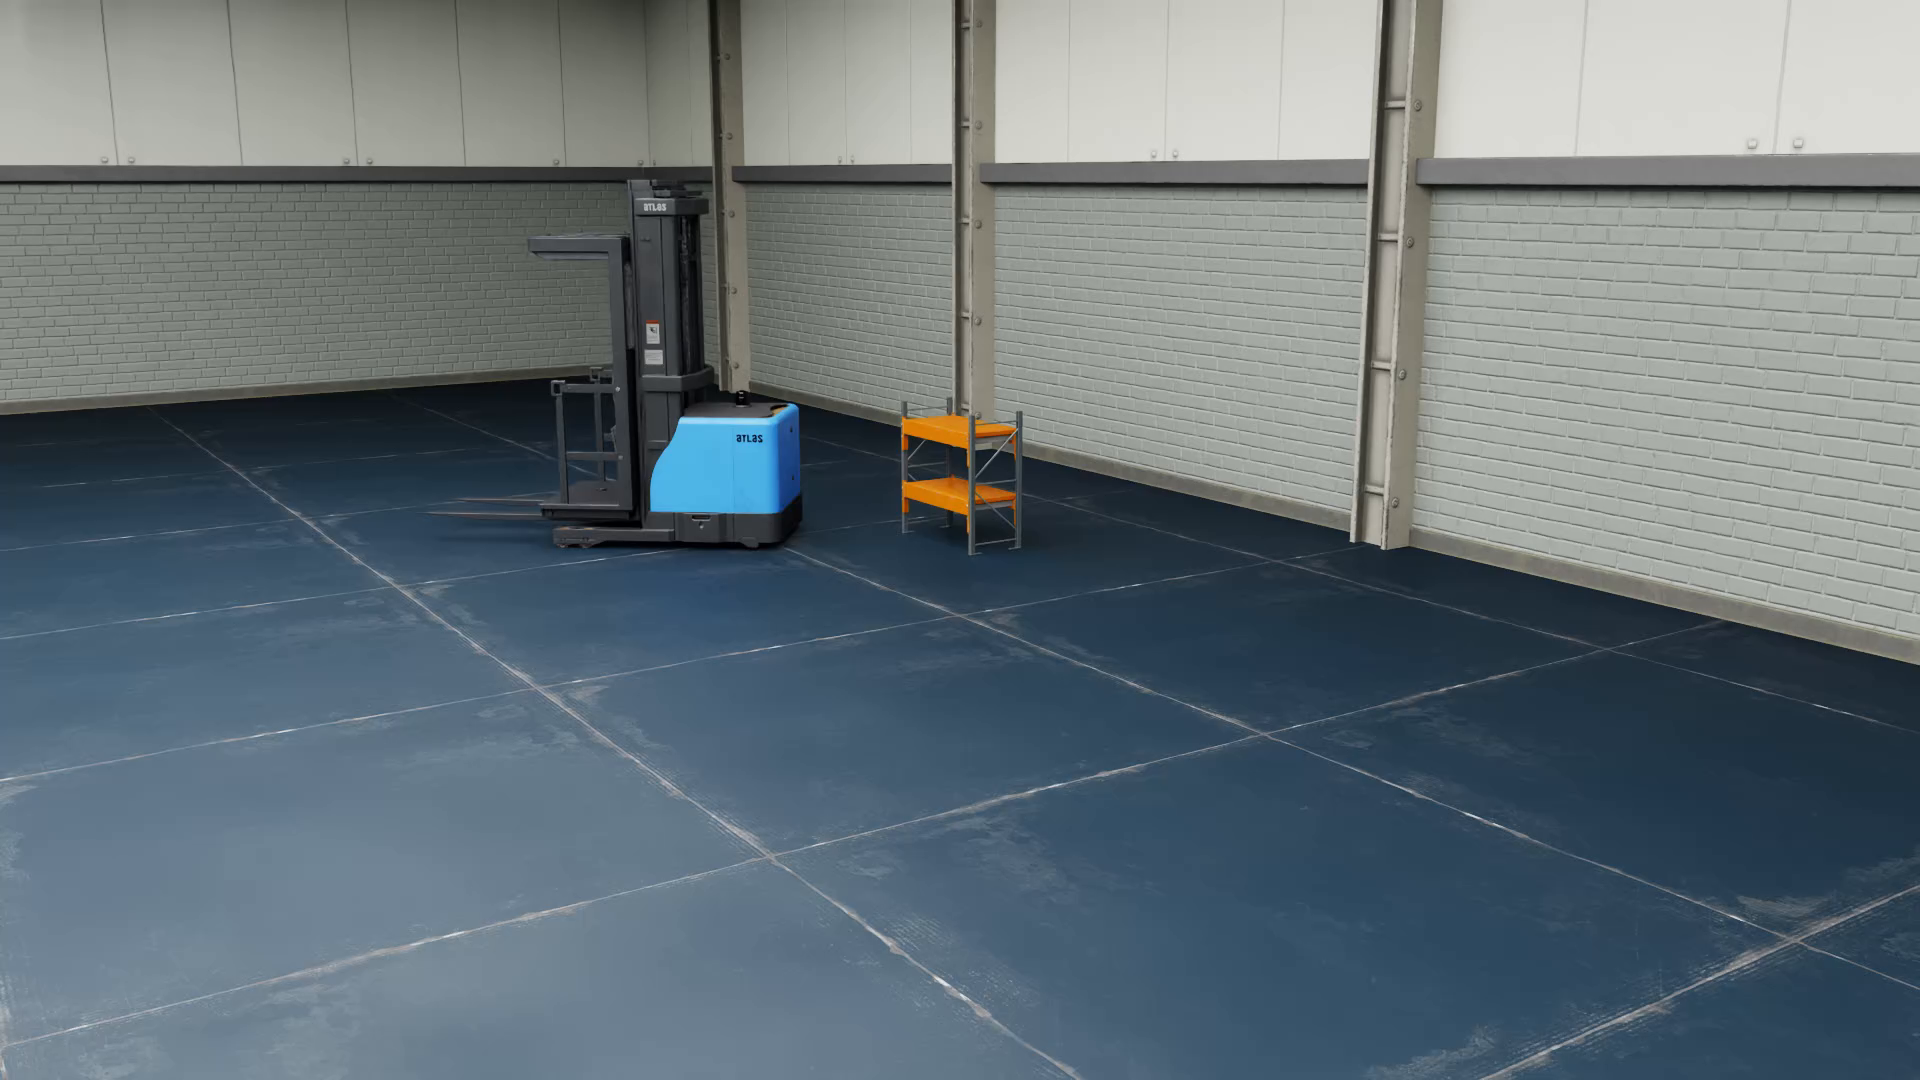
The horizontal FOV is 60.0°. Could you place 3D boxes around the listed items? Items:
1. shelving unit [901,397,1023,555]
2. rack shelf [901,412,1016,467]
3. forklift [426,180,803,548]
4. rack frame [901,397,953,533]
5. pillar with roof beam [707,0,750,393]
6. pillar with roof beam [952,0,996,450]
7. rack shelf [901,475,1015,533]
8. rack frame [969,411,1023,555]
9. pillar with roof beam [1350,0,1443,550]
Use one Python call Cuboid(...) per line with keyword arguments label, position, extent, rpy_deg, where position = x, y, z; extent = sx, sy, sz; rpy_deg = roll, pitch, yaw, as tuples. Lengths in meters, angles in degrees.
Cuboid(label="shelving unit", position=(0.004, -0.548, 13.736), extent=(0.538, 1.125, 1.048), rpy_deg=(-8, 15, -33))
Cuboid(label="rack shelf", position=(0.004, -0.834, 13.674), extent=(0.538, 0.278, 1.000), rpy_deg=(-8, 15, -33))
Cuboid(label="forklift", position=(-2.906, -1.478, 13.760), extent=(3.031, 2.935, 1.130), rpy_deg=(1, 12, 5))
Cuboid(label="rack frame", position=(-0.278, -0.639, 14.150), extent=(0.500, 1.125, 0.032), rpy_deg=(-8, 15, -33))
Cuboid(label="pillar with roof beam", position=(-6.762, -5.993, 20.205), extent=(9.100, 9.000, 0.400), rpy_deg=(-8, 15, -33))
Cuboid(label="pillar with roof beam", position=(-3.437, -4.926, 15.325), extent=(9.100, 9.000, 0.400), rpy_deg=(-8, 15, -33))
Cuboid(label="rack shelf", position=(0.004, -0.309, 13.788), extent=(0.538, 0.278, 1.000), rpy_deg=(-8, 15, -33))
Cuboid(label="rack frame", position=(0.285, -0.458, 13.323), extent=(0.500, 1.125, 0.032), rpy_deg=(-8, 15, -33))
Cuboid(label="pillar with roof beam", position=(-0.113, -3.859, 10.445), extent=(9.100, 9.000, 0.400), rpy_deg=(-8, 15, -33))
